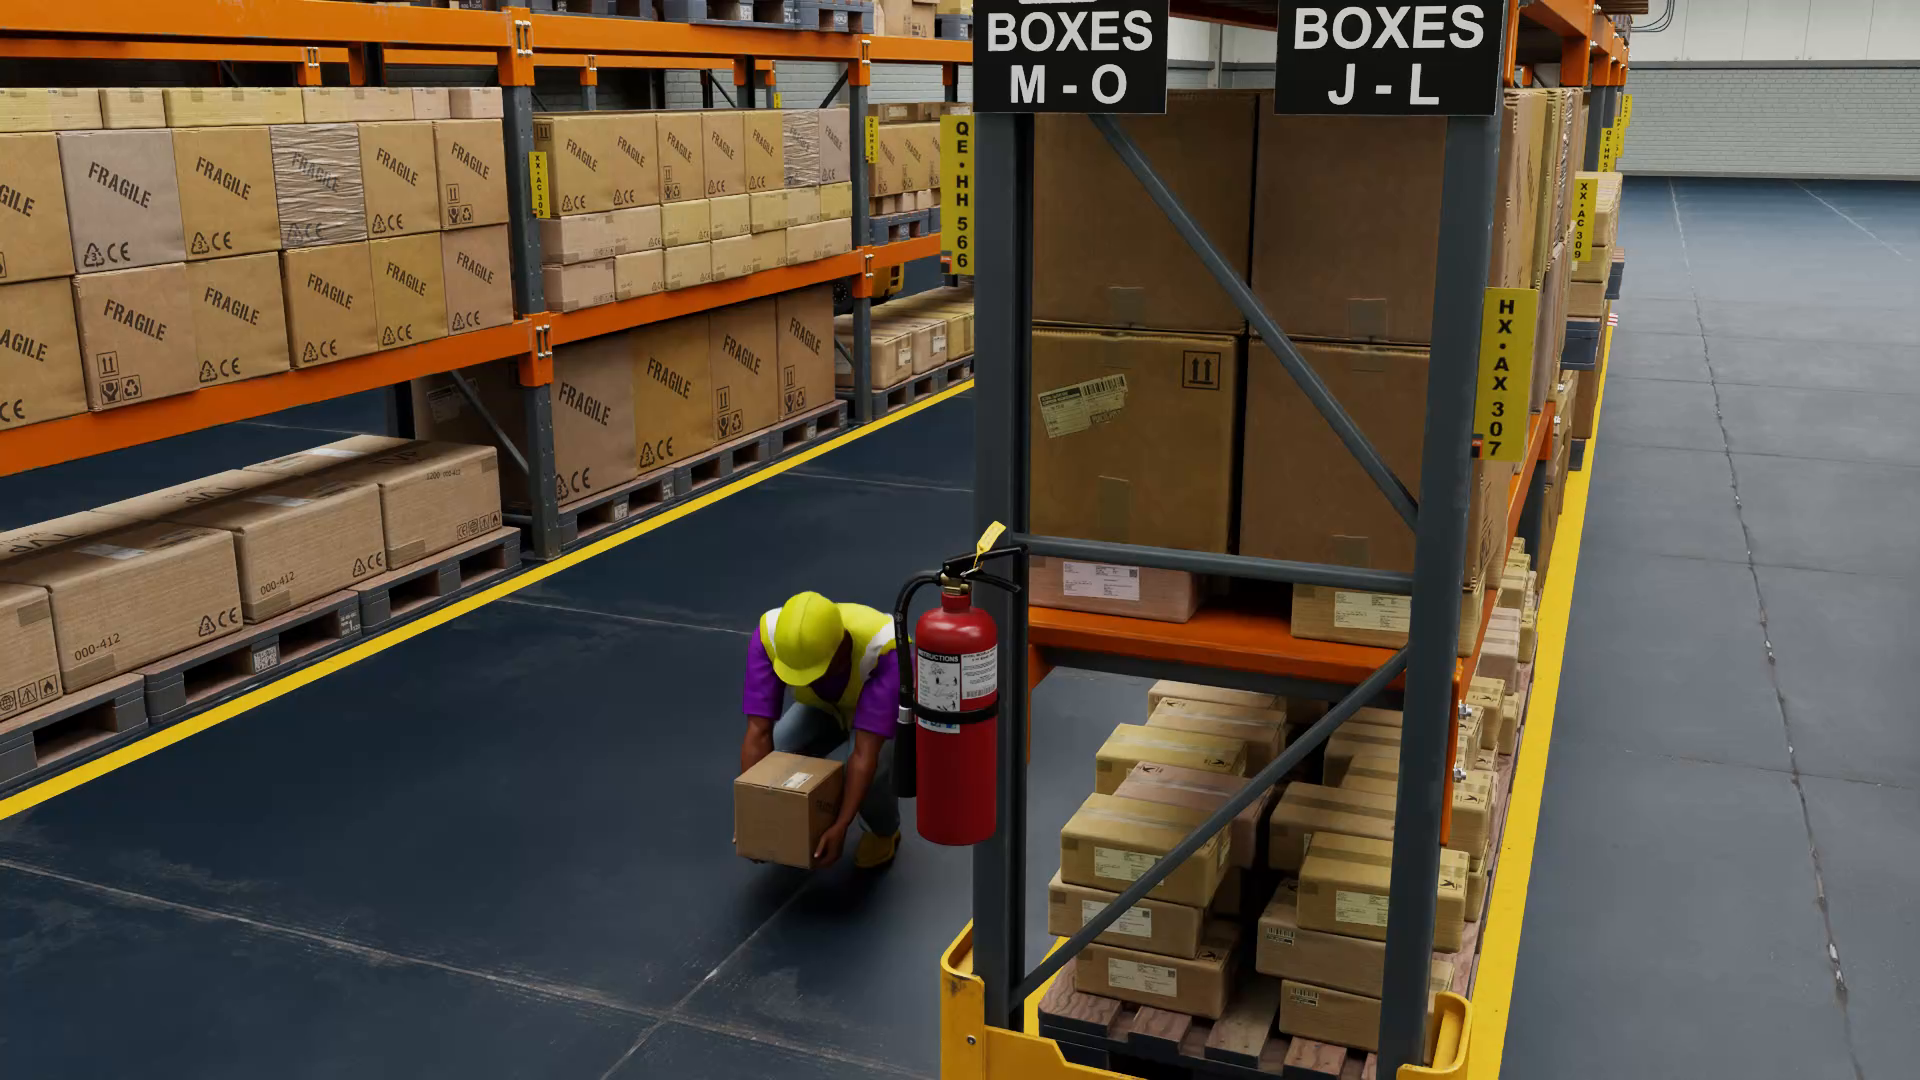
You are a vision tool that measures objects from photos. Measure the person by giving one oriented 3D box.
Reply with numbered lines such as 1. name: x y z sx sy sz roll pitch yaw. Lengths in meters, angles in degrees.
1. person: -0.385 0.573 5.328 0.545 1.014 0.898 5 16 18
